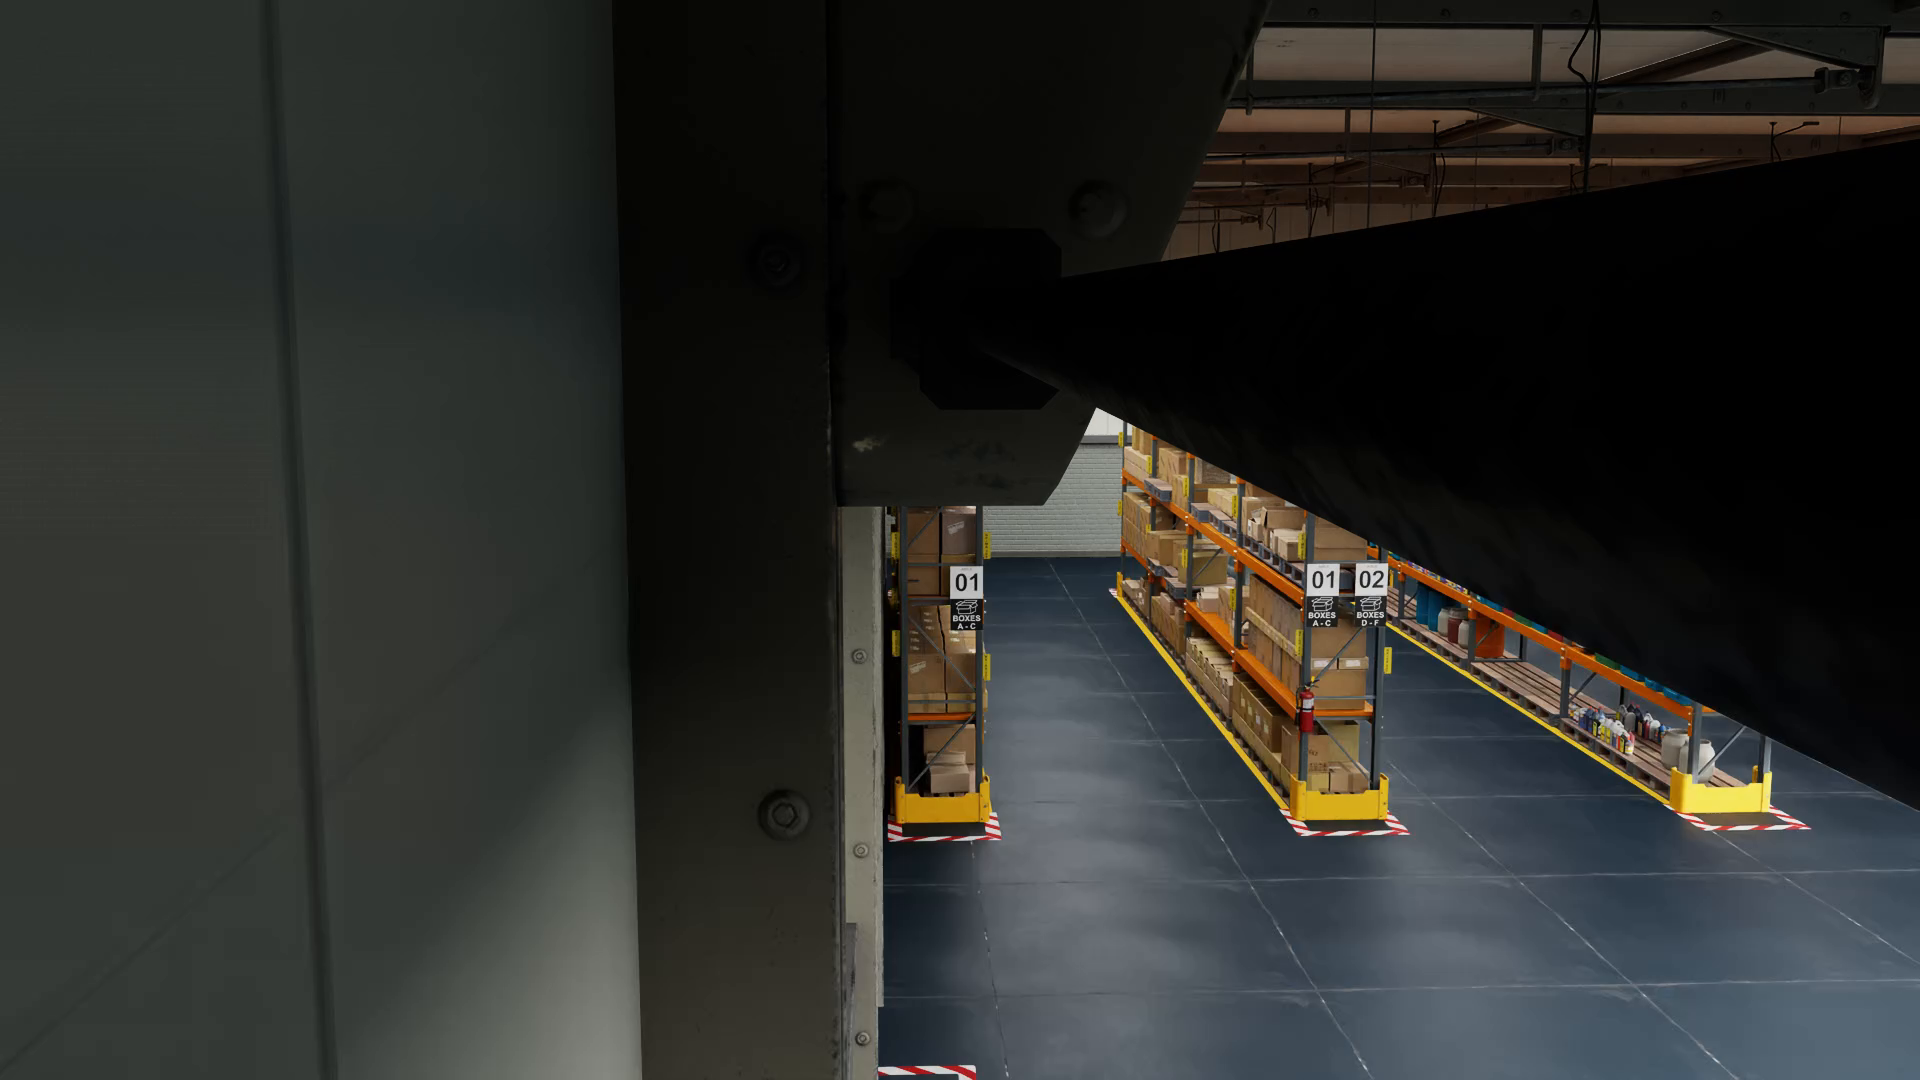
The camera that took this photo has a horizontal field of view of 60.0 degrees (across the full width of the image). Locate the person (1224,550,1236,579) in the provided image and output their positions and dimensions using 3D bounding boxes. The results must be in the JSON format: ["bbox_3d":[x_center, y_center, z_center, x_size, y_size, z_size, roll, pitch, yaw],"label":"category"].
[{"bbox_3d":[5.948,0.221,37.606,0.631,1.656,0.438,-2,8,-16],"label":"person"}]
